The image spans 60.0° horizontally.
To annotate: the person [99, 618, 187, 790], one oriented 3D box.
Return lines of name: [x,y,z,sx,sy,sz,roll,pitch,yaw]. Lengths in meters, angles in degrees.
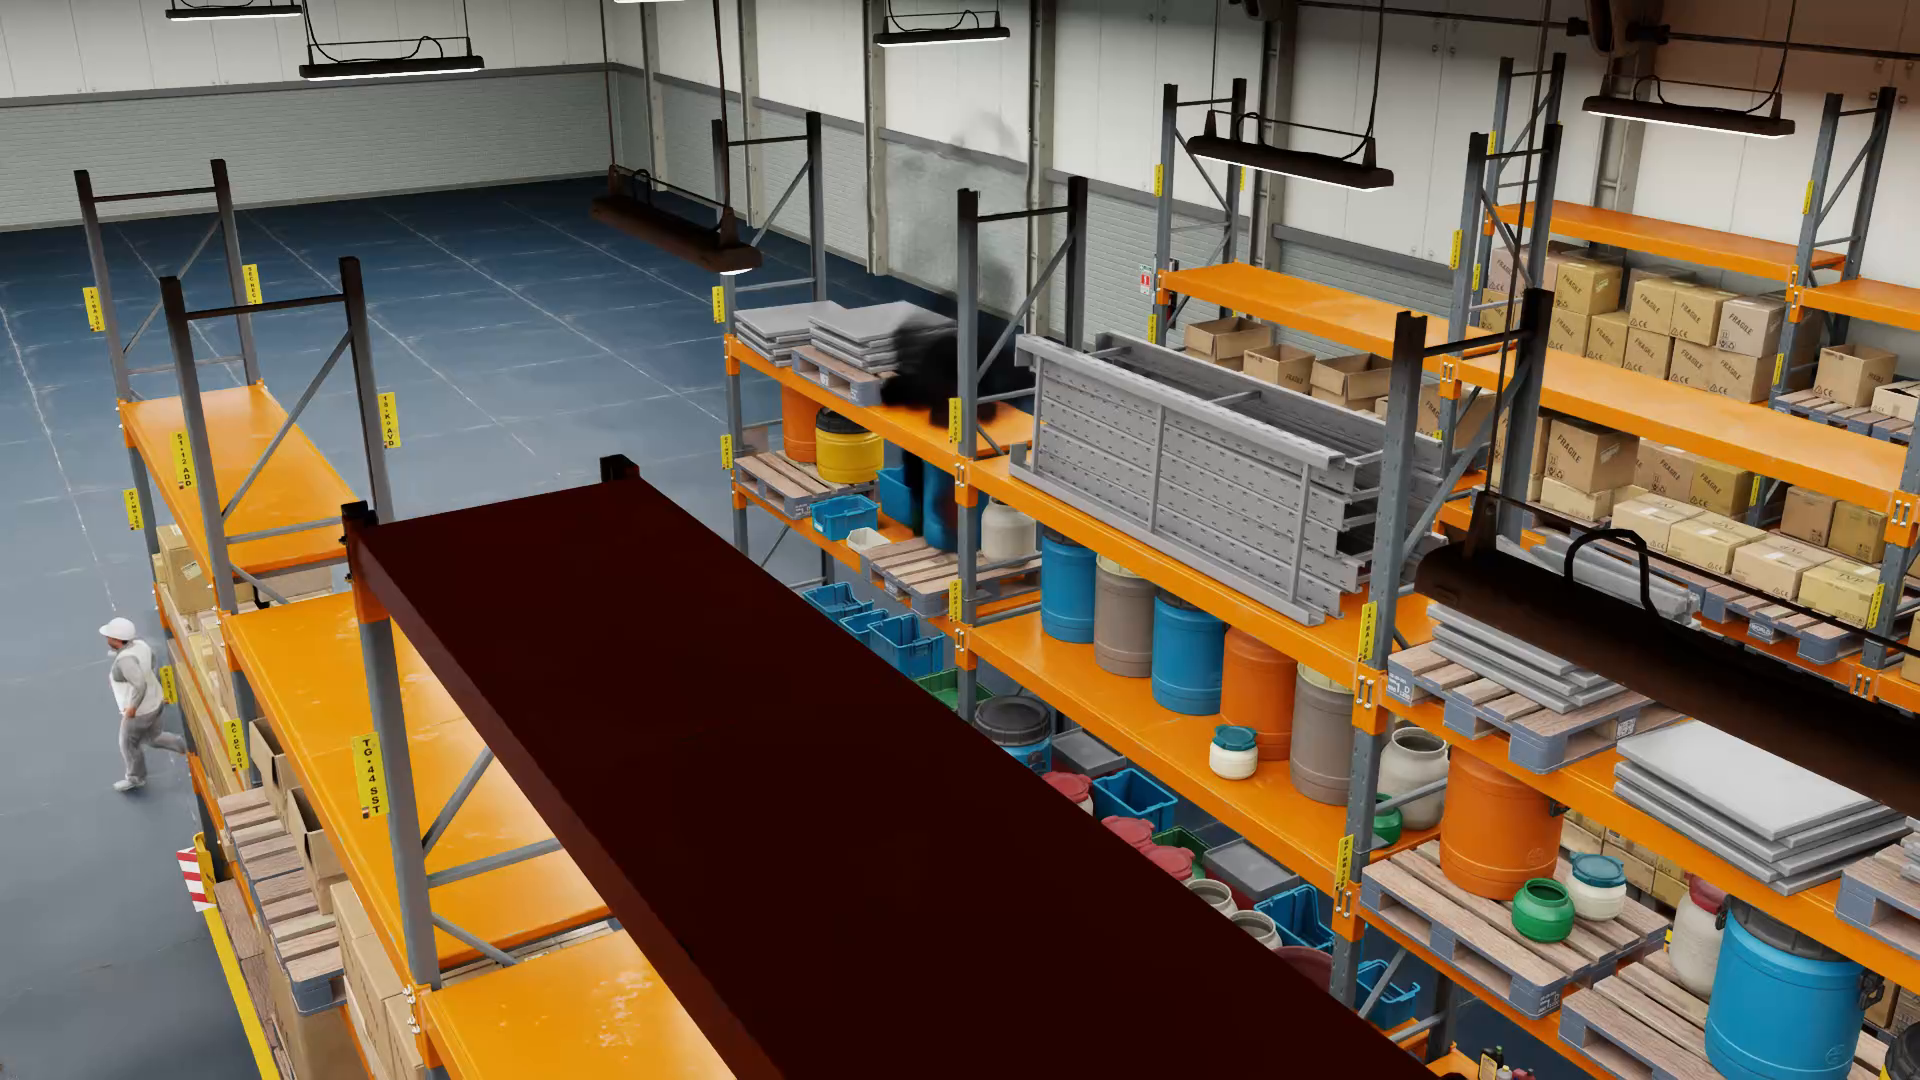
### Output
person: [-7.478,1.517,15.282,0.923,1.767,0.683,-2,22,-6]
